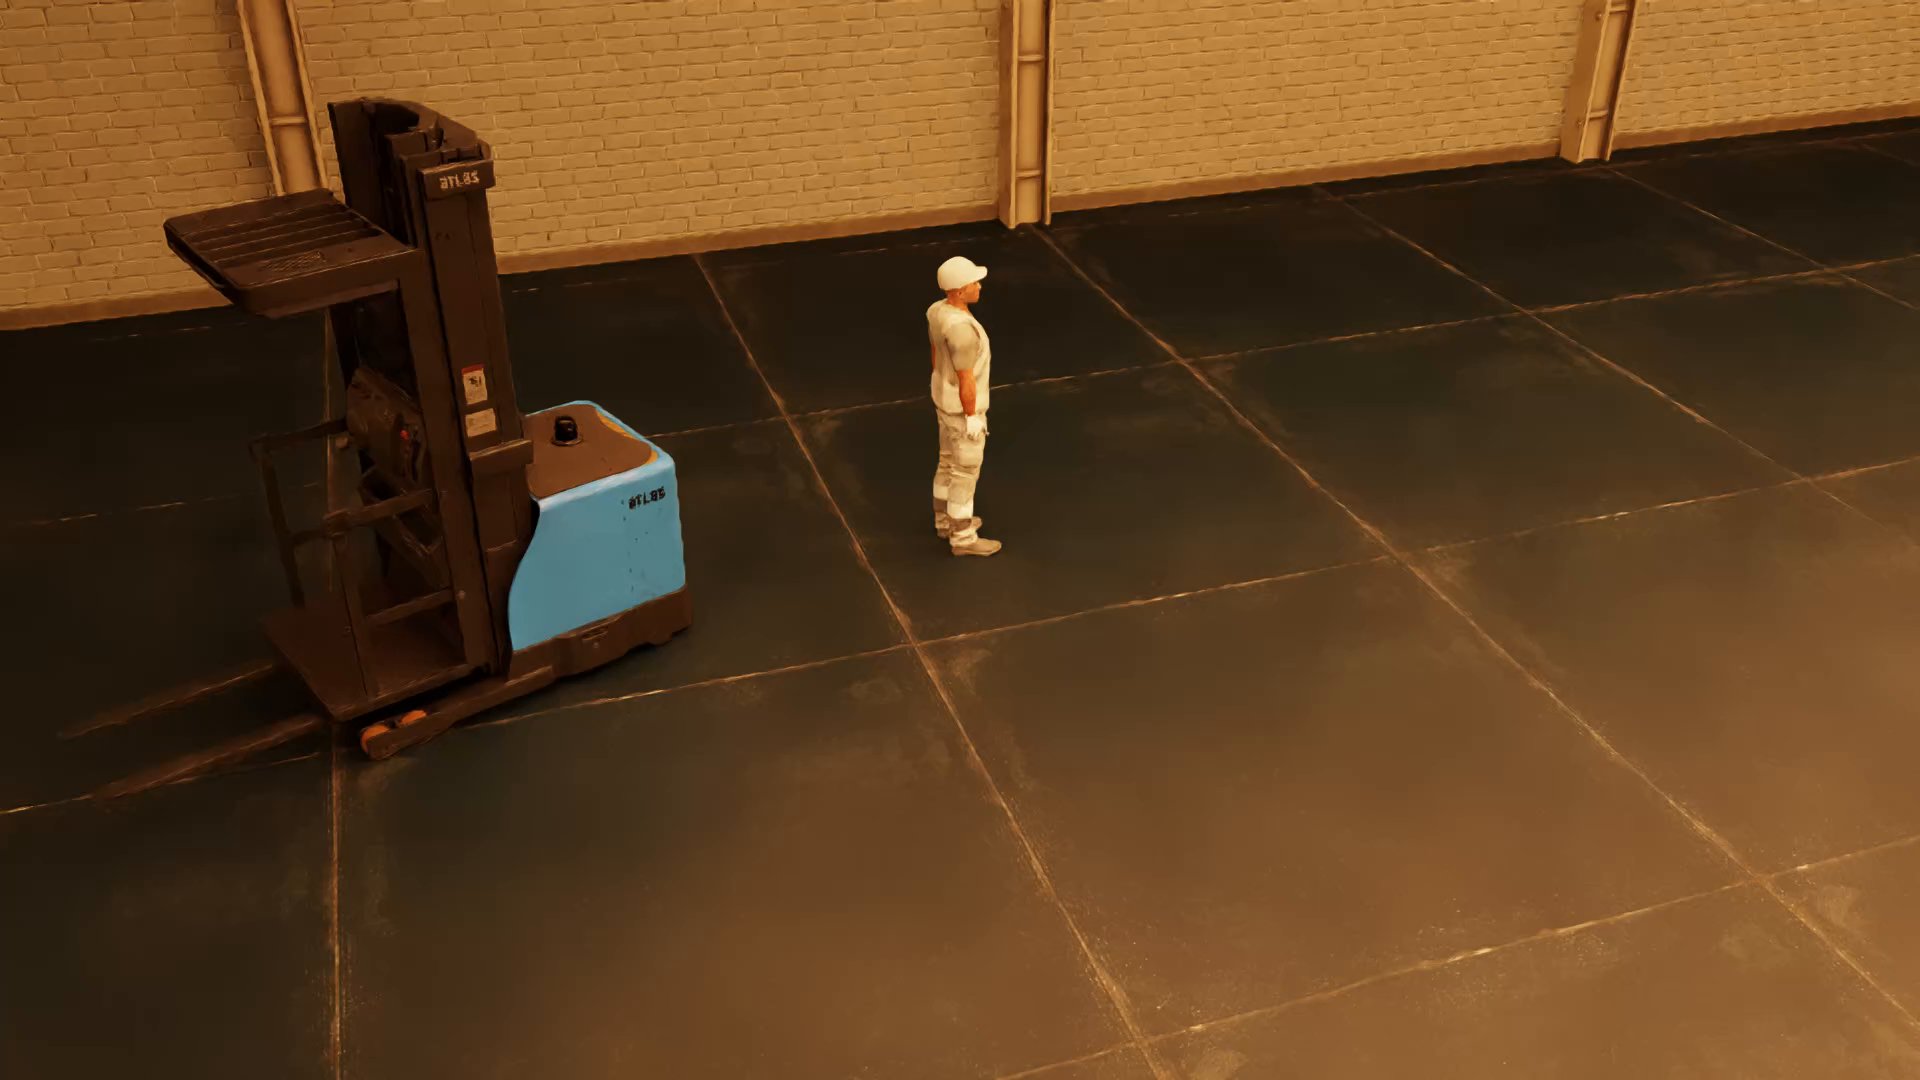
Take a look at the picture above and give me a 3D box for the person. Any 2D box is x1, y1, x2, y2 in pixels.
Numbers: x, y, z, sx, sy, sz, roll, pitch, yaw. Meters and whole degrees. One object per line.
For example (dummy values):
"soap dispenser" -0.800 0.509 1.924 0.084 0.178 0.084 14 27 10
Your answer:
"person" 0.019 -0.780 9.586 0.349 1.795 0.540 -10 31 -16

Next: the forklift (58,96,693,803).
"forklift" -2.935 -0.493 7.944 3.031 2.935 1.130 -22 36 -33
